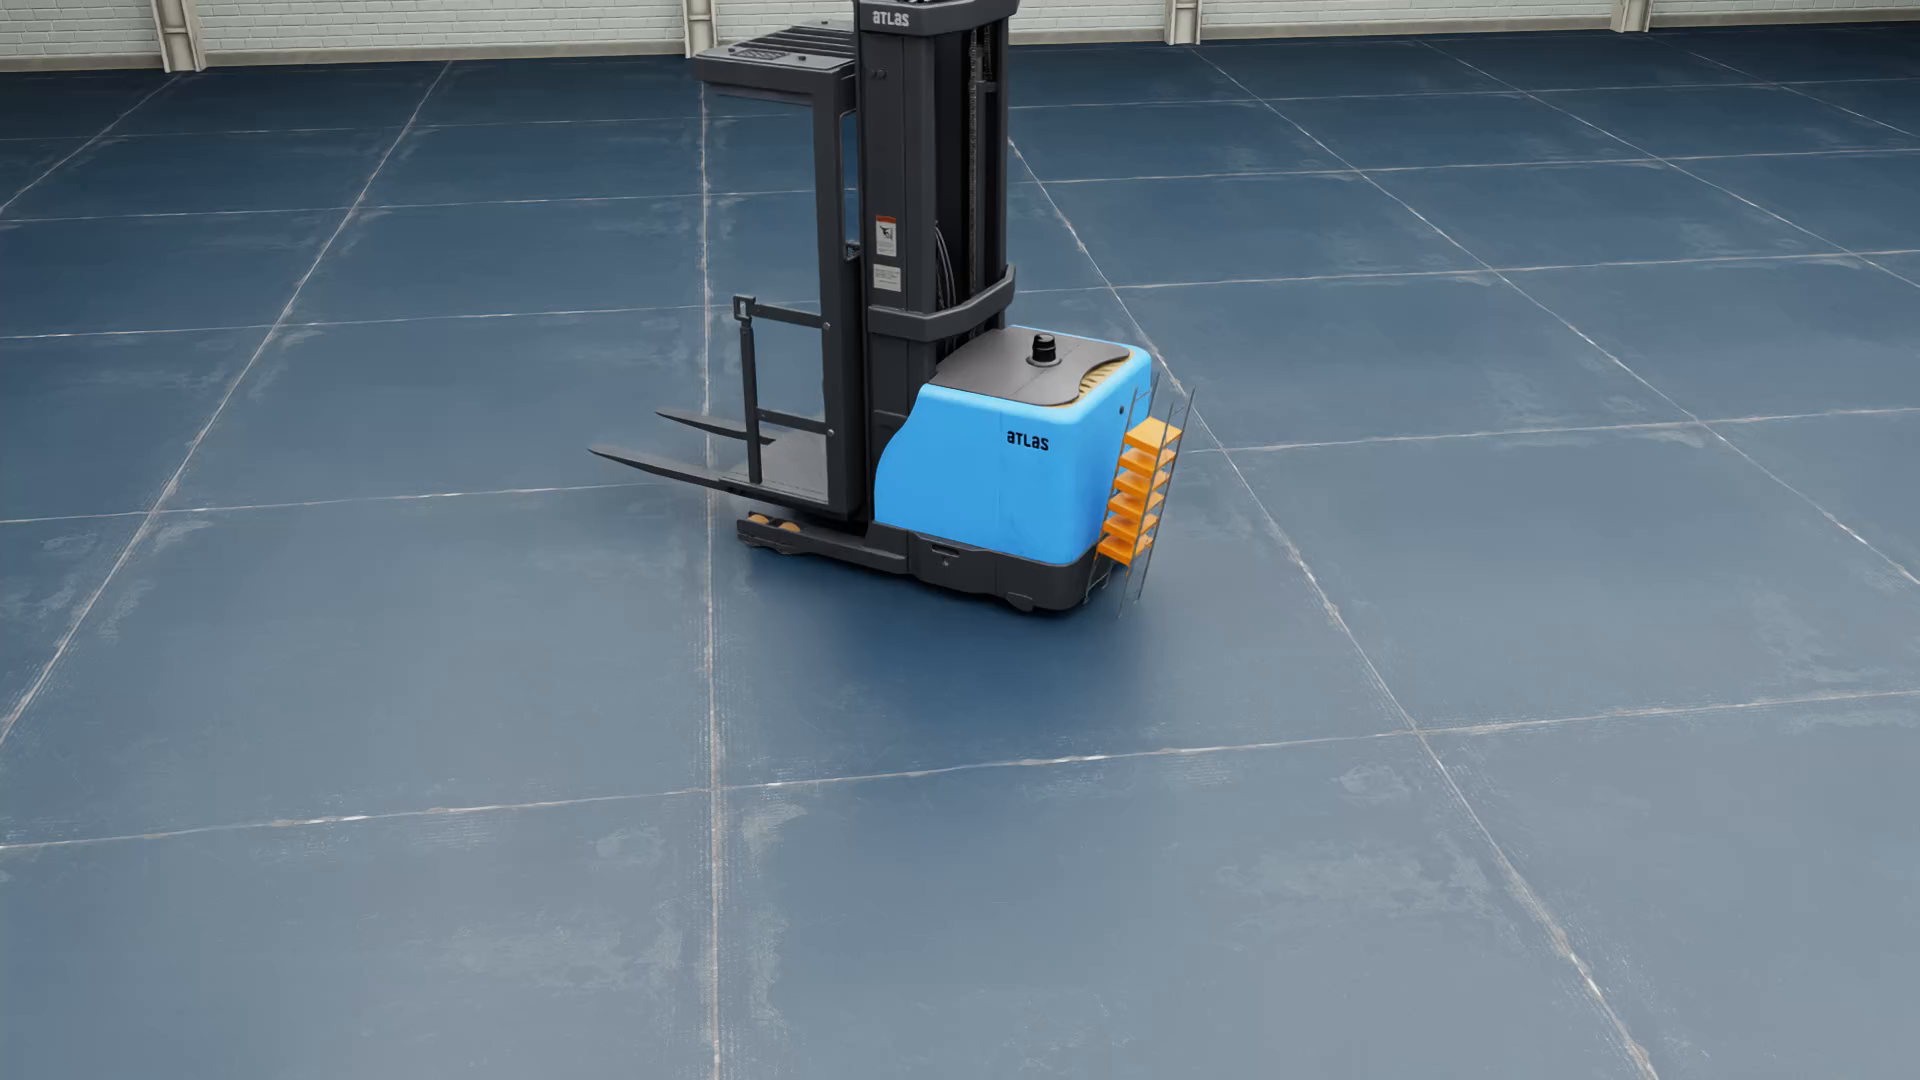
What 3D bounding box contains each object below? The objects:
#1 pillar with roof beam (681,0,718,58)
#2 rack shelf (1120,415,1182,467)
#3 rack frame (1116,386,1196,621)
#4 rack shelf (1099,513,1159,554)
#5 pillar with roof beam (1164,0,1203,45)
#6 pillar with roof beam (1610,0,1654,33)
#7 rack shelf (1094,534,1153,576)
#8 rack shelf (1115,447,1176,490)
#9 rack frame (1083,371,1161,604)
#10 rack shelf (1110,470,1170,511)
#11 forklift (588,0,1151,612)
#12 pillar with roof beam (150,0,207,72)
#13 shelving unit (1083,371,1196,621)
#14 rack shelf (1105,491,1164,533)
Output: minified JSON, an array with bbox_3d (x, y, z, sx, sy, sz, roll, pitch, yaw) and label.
[{"bbox_3d":[-2.541,-7.966,14.418,0.400,9.000,9.100,-4,27,-7],"label":"pillar with roof beam"},{"bbox_3d":[0.882,-0.455,7.626,0.180,0.103,0.258,26,36,23],"label":"rack shelf"},{"bbox_3d":[0.908,-0.156,7.761,0.006,1.200,0.240,26,36,23],"label":"rack frame"},{"bbox_3d":[0.807,-0.057,7.885,0.180,0.103,0.258,26,36,23],"label":"rack shelf"},{"bbox_3d":[3.401,-8.348,15.161,0.400,9.000,9.100,-4,27,-7],"label":"pillar with roof beam"},{"bbox_3d":[9.342,-8.729,15.905,0.400,9.000,9.100,-4,27,-7],"label":"pillar with roof beam"},{"bbox_3d":[0.789,0.042,7.950,0.180,0.103,0.258,26,36,23],"label":"rack shelf"},{"bbox_3d":[0.863,-0.356,7.691,0.180,0.103,0.258,26,36,23],"label":"rack shelf"},{"bbox_3d":[0.757,-0.231,7.832,0.006,1.200,0.240,26,36,23],"label":"rack frame"},{"bbox_3d":[0.845,-0.256,7.756,0.180,0.103,0.258,26,36,23],"label":"rack shelf"},{"bbox_3d":[-0.582,-1.423,8.313,3.031,2.935,1.130,14,30,25],"label":"forklift"},{"bbox_3d":[-8.482,-7.584,13.674,0.400,9.000,9.100,-4,27,-7],"label":"pillar with roof beam"},{"bbox_3d":[0.833,-0.194,7.796,0.189,1.200,0.258,26,36,23],"label":"shelving unit"},{"bbox_3d":[0.826,-0.157,7.820,0.180,0.103,0.258,26,36,23],"label":"rack shelf"}]
